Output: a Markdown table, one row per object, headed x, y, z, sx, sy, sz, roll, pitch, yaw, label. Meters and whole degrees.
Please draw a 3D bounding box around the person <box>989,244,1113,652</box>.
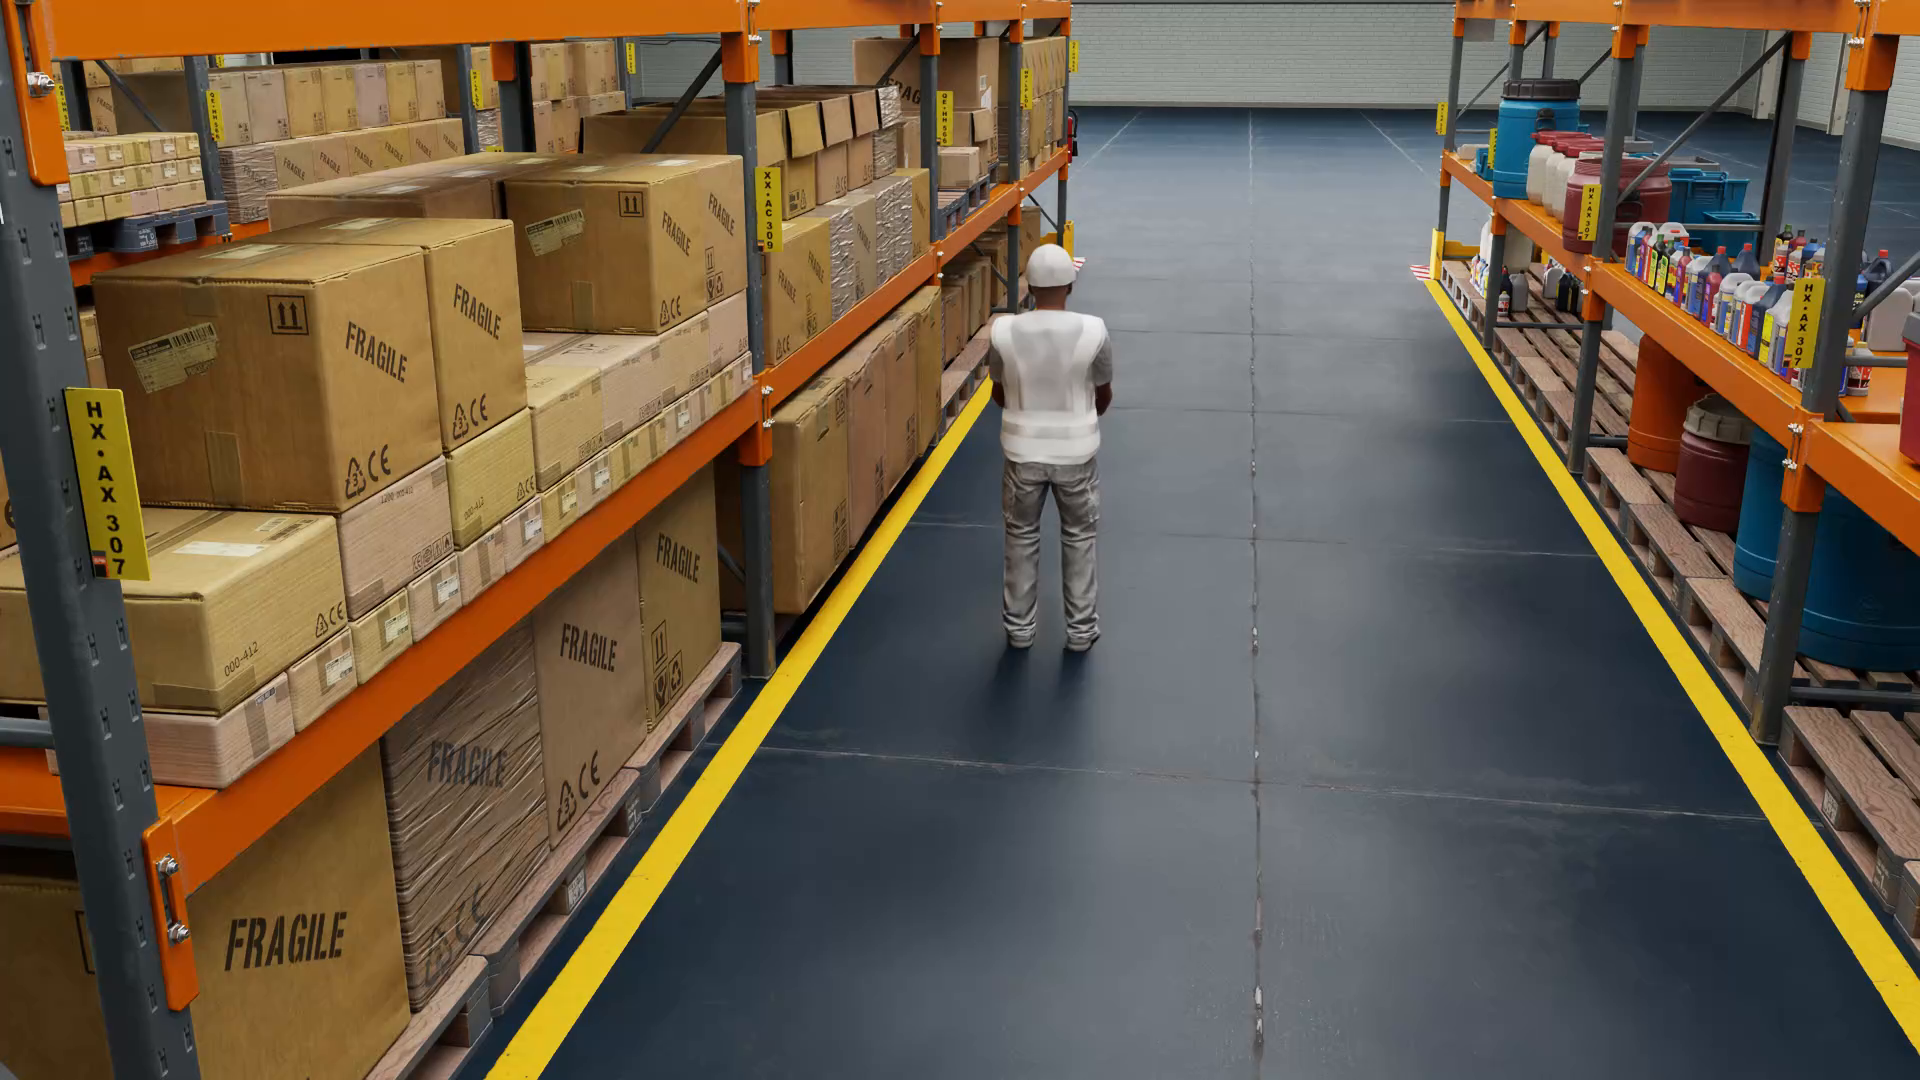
| x | y | z | sx | sy | sz | roll | pitch | yaw | label |
| --- | --- | --- | --- | --- | --- | --- | --- | --- | --- |
| 0.401 | -0.412 | 7.302 | 0.532 | 1.789 | 0.541 | 3 | 18 | 8 | person |
